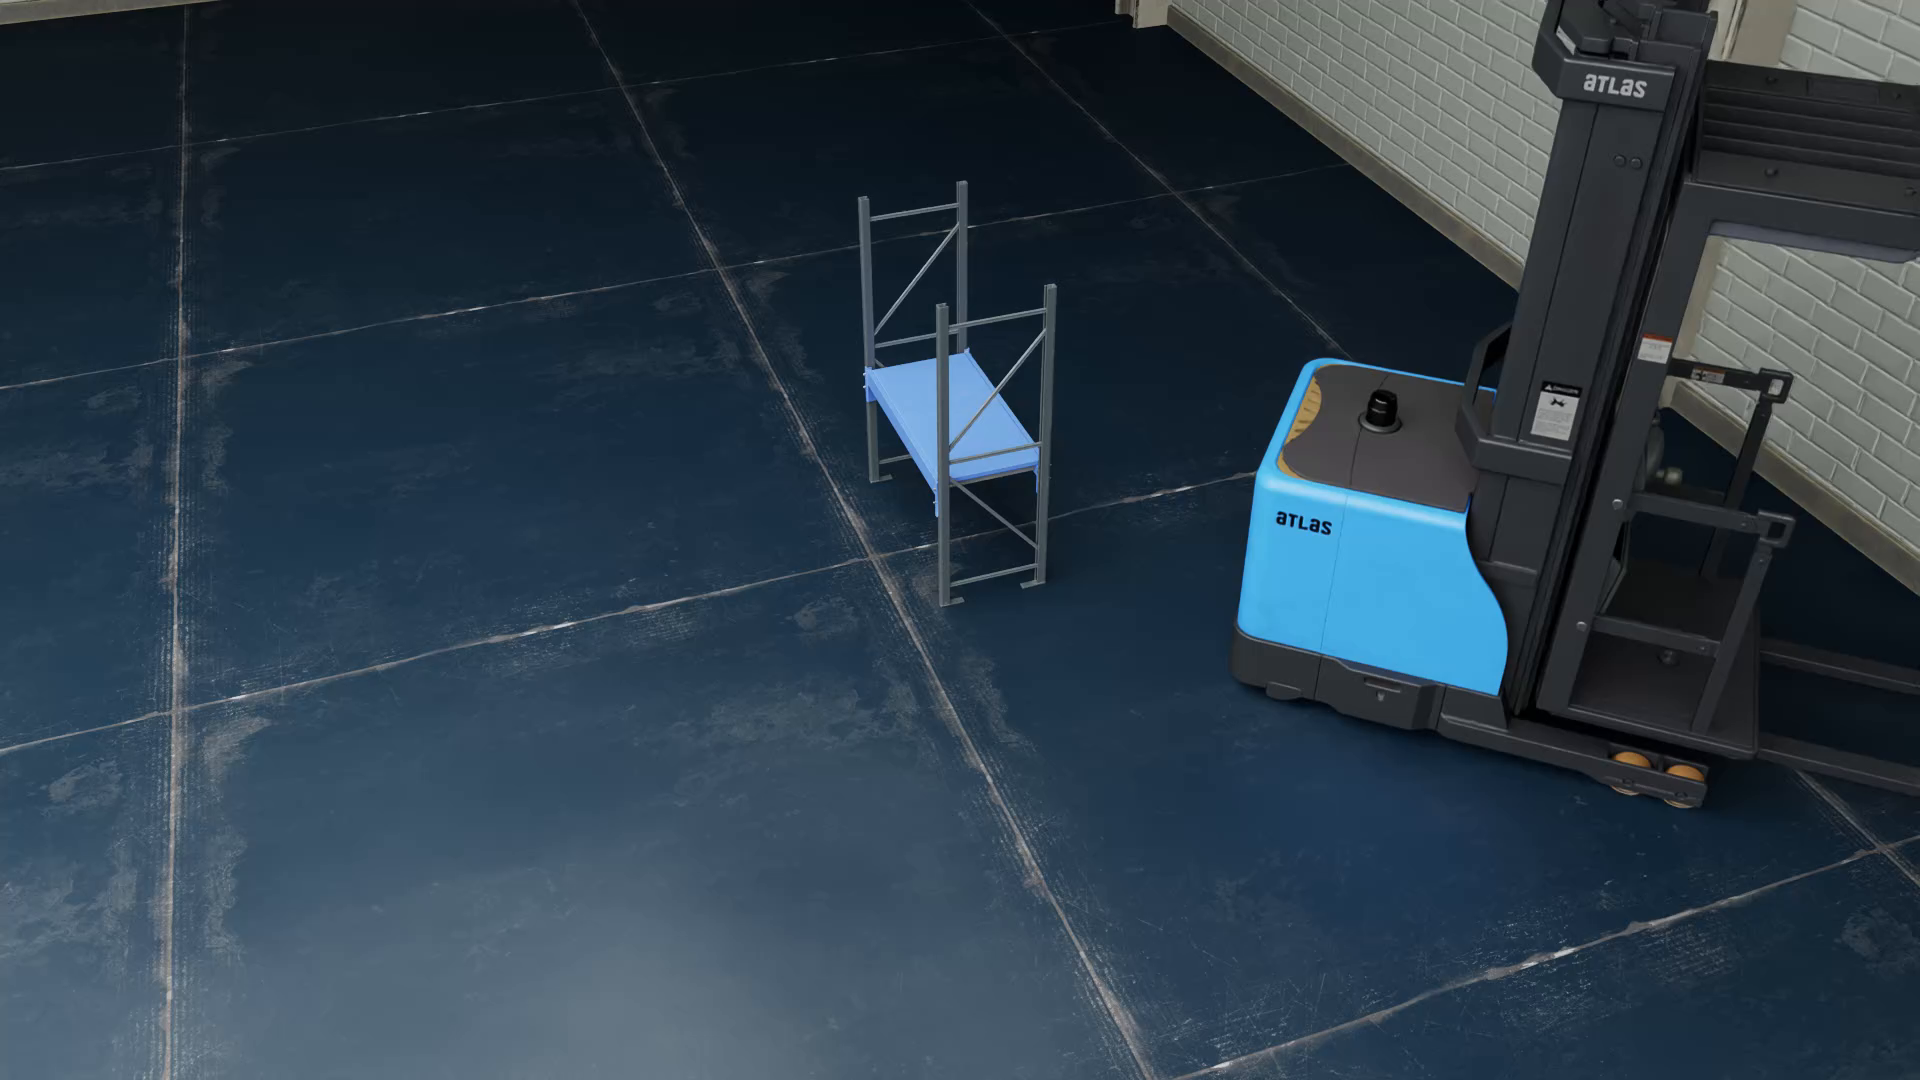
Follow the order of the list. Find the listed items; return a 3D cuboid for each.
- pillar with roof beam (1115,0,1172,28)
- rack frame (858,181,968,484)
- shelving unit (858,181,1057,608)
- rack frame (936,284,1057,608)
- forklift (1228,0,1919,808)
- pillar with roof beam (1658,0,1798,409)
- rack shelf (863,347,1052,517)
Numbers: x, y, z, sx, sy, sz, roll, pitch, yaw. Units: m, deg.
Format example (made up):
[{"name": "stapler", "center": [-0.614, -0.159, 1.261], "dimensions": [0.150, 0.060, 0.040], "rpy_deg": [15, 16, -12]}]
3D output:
[{"name": "pillar with roof beam", "center": [-2.584, -6.877, 9.400], "dimensions": [9.100, 9.000, 0.400], "rpy_deg": [-12, 39, -16]}, {"name": "rack frame", "center": [-0.204, -0.934, 7.744], "dimensions": [0.500, 1.500, 0.032], "rpy_deg": [-12, 39, -16]}, {"name": "shelving unit", "center": [-0.029, -0.647, 7.363], "dimensions": [0.538, 1.500, 1.048], "rpy_deg": [-12, 39, -16]}, {"name": "rack frame", "center": [0.146, -0.360, 6.981], "dimensions": [0.500, 1.500, 0.032], "rpy_deg": [-12, 39, -16]}, {"name": "forklift", "center": [2.687, -0.506, 5.986], "dimensions": [3.031, 2.935, 1.130], "rpy_deg": [13, 39, 17]}, {"name": "pillar with roof beam", "center": [-0.519, -3.487, 4.900], "dimensions": [9.100, 9.000, 0.400], "rpy_deg": [-12, 39, -16]}, {"name": "rack shelf", "center": [-0.029, -0.504, 7.471], "dimensions": [0.538, 0.185, 1.000], "rpy_deg": [-12, 39, -16]}]
